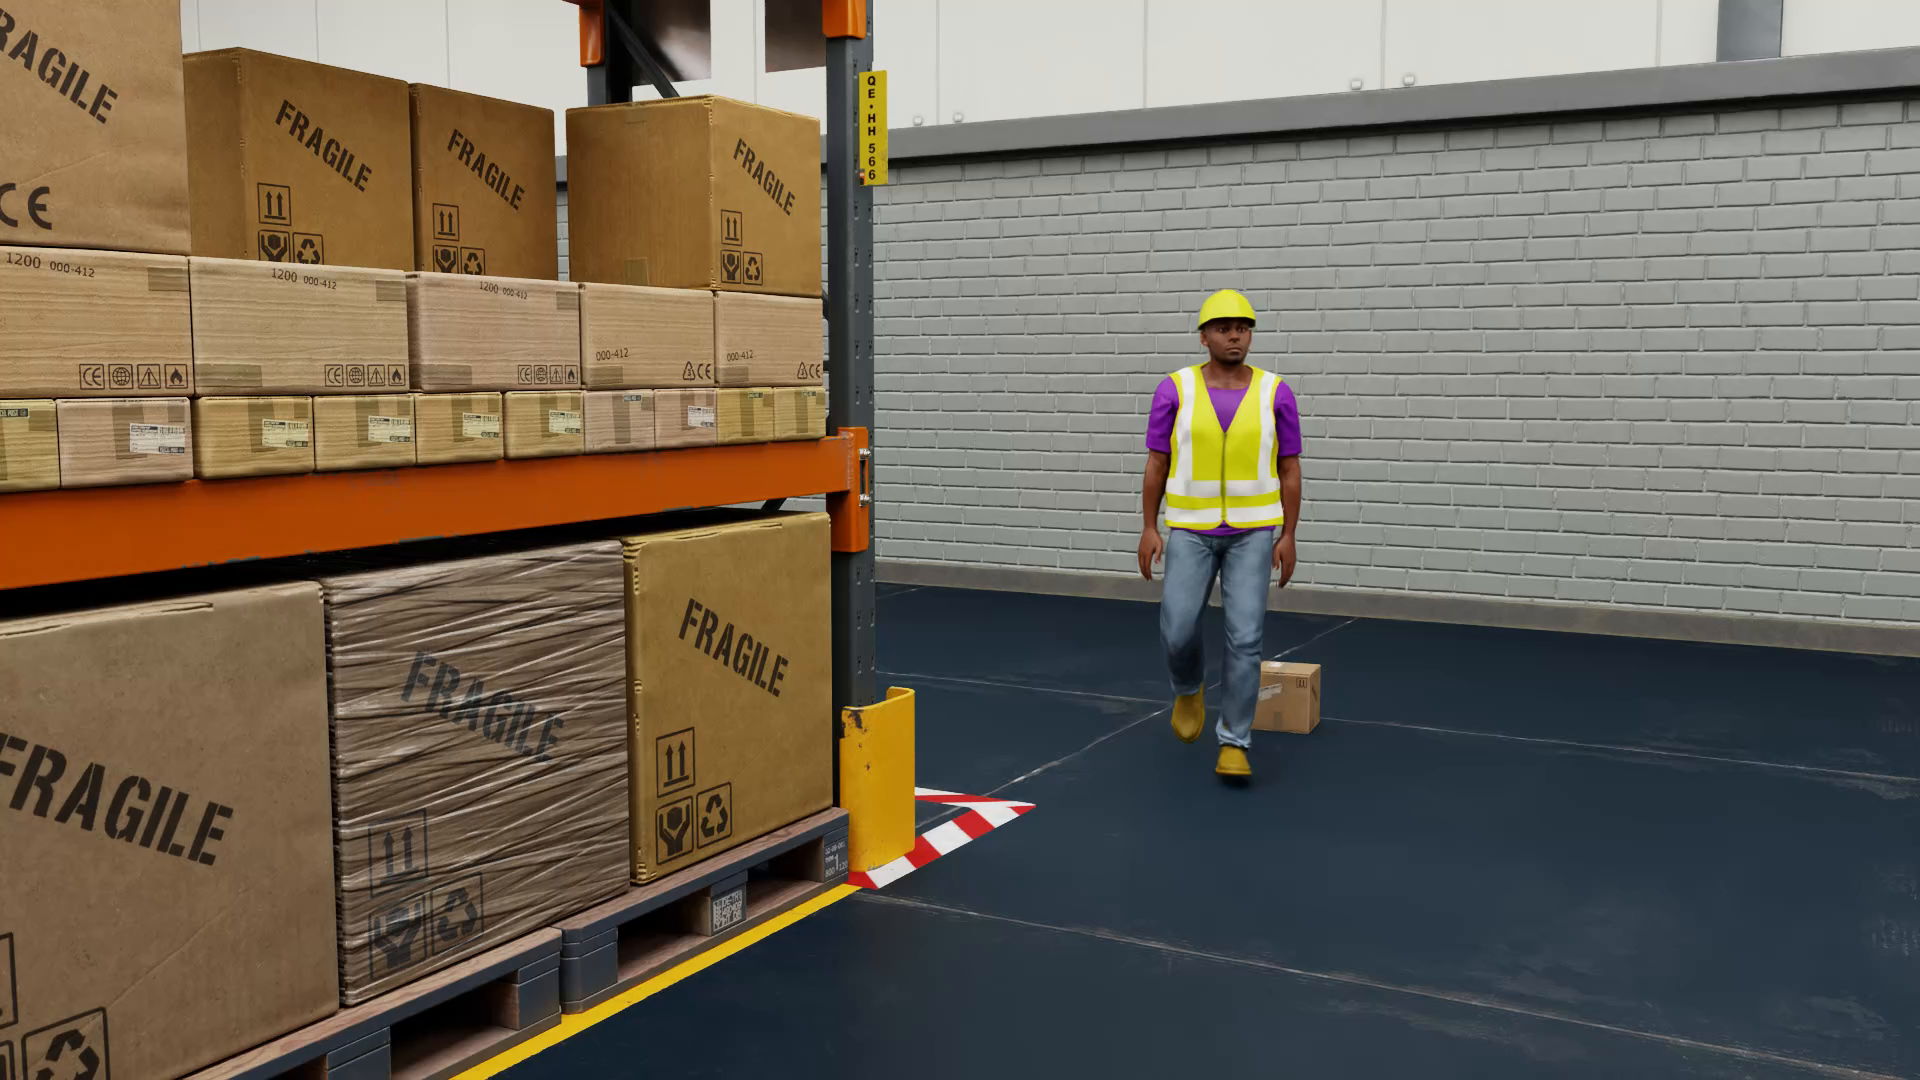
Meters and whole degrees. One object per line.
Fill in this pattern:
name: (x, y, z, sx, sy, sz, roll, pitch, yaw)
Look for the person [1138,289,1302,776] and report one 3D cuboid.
person: (0.957, -0.034, 6.138, 0.594, 1.757, 0.608, 1, 6, 7)
